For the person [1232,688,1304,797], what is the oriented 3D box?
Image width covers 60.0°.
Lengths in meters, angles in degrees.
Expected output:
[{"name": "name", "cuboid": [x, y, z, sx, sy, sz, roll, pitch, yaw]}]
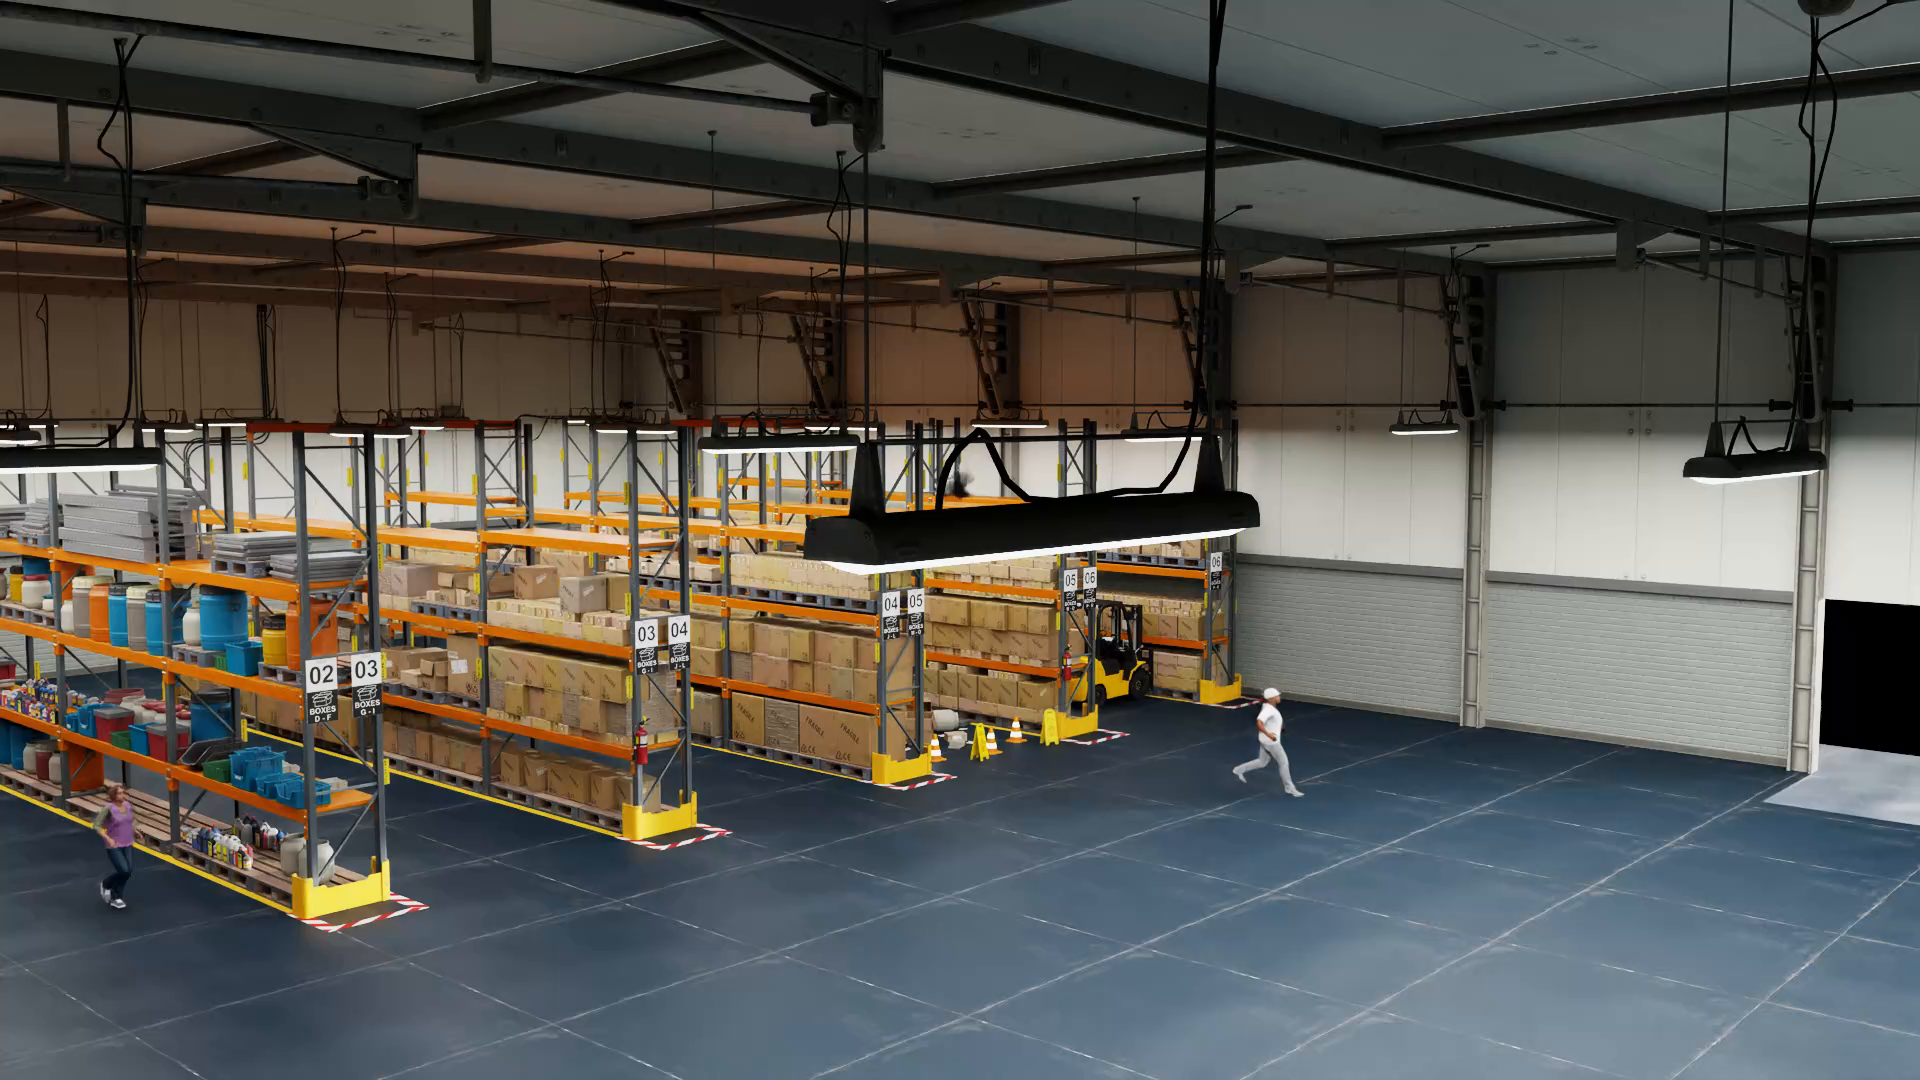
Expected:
[{"name": "person", "cuboid": [4.991, 3.265, 26.931, 1.147, 1.766, 0.666, 0, 5, -3]}]

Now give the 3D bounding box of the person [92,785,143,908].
[{"name": "person", "cuboid": [-10.545, 3.847, 20.871, 0.526, 1.550, 0.518, 2, 5, 25]}]
